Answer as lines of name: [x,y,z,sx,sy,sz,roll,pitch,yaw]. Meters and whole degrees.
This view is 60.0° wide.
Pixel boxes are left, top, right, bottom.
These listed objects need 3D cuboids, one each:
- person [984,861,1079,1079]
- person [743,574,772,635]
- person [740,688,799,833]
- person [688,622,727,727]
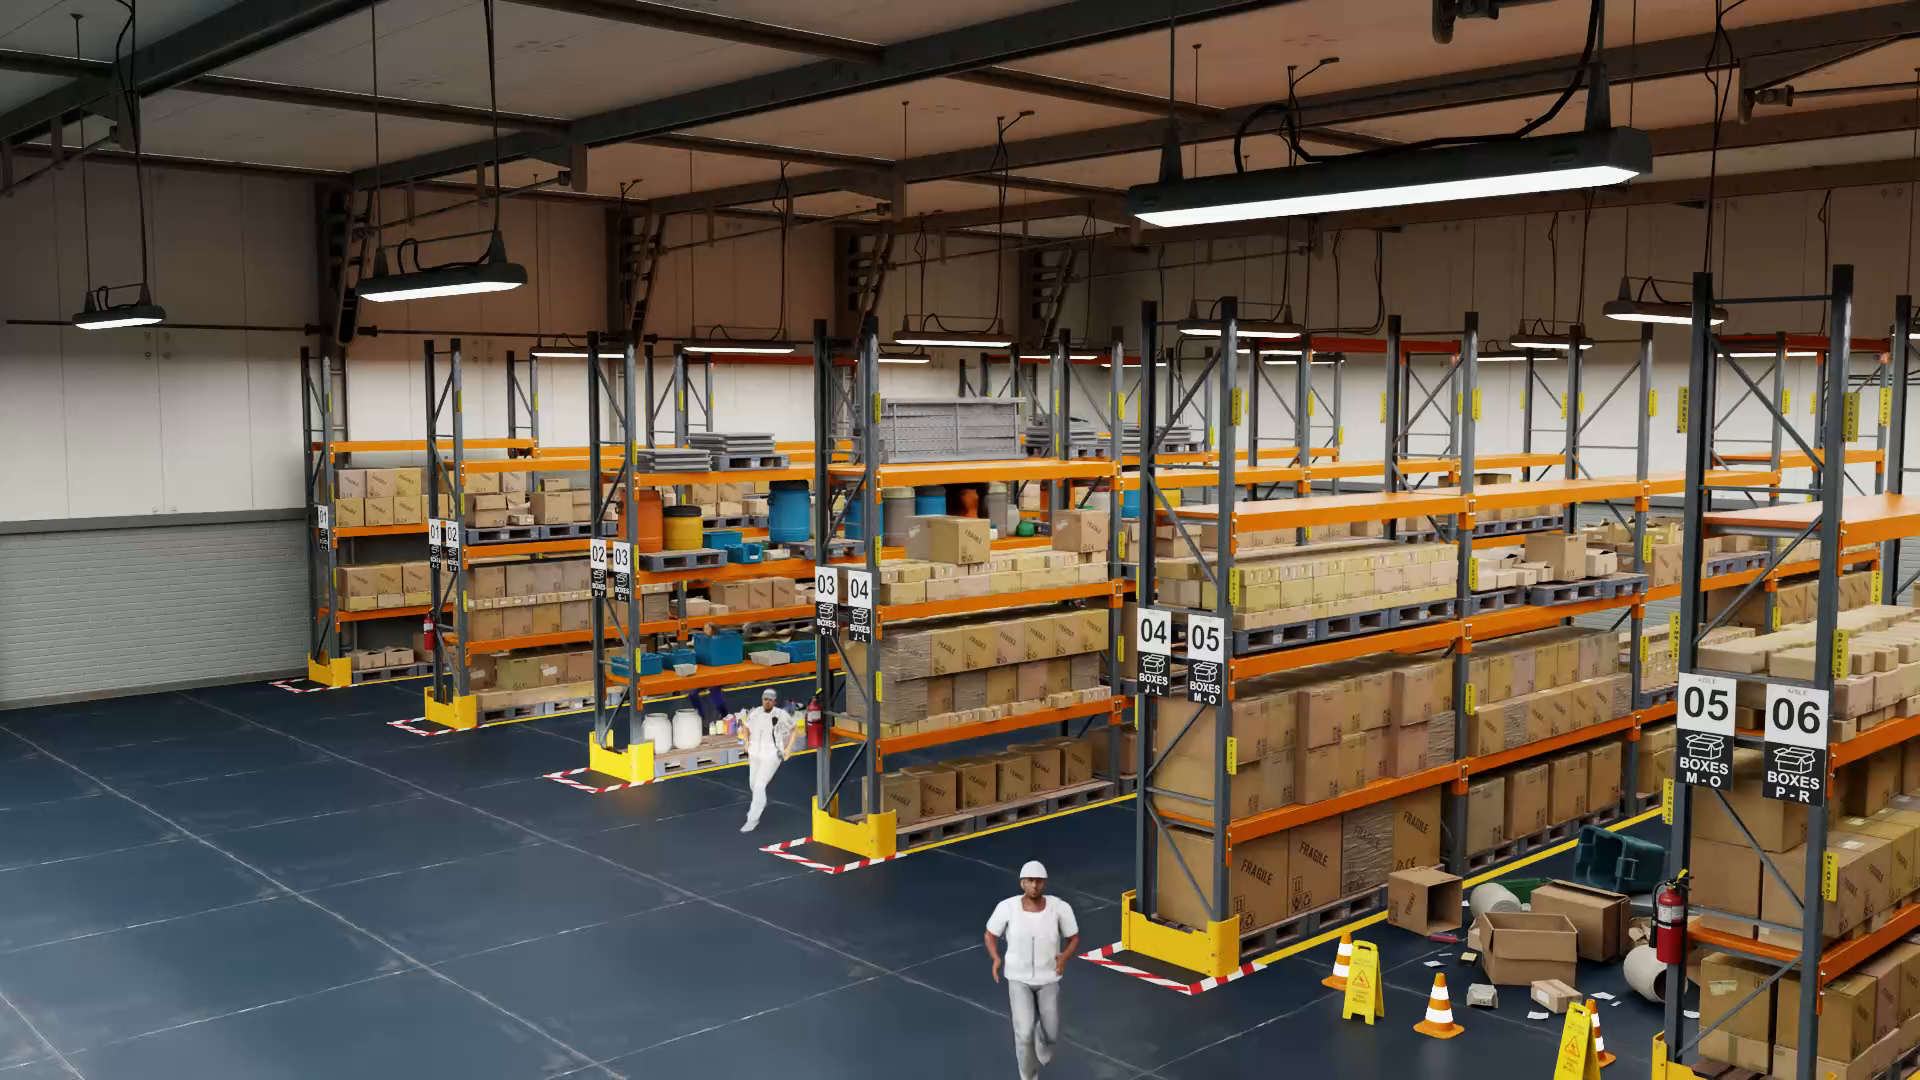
person: [0.534,3.224,12.312,0.707,1.726,0.753,0,5,0]
person: [-3.967,1.402,32.584,0.643,1.844,0.876,4,6,36]
person: [-2.332,2.607,19.885,0.694,1.691,0.810,2,5,23]
person: [-3.875,2.102,25.600,0.575,1.676,0.710,3,6,29]
